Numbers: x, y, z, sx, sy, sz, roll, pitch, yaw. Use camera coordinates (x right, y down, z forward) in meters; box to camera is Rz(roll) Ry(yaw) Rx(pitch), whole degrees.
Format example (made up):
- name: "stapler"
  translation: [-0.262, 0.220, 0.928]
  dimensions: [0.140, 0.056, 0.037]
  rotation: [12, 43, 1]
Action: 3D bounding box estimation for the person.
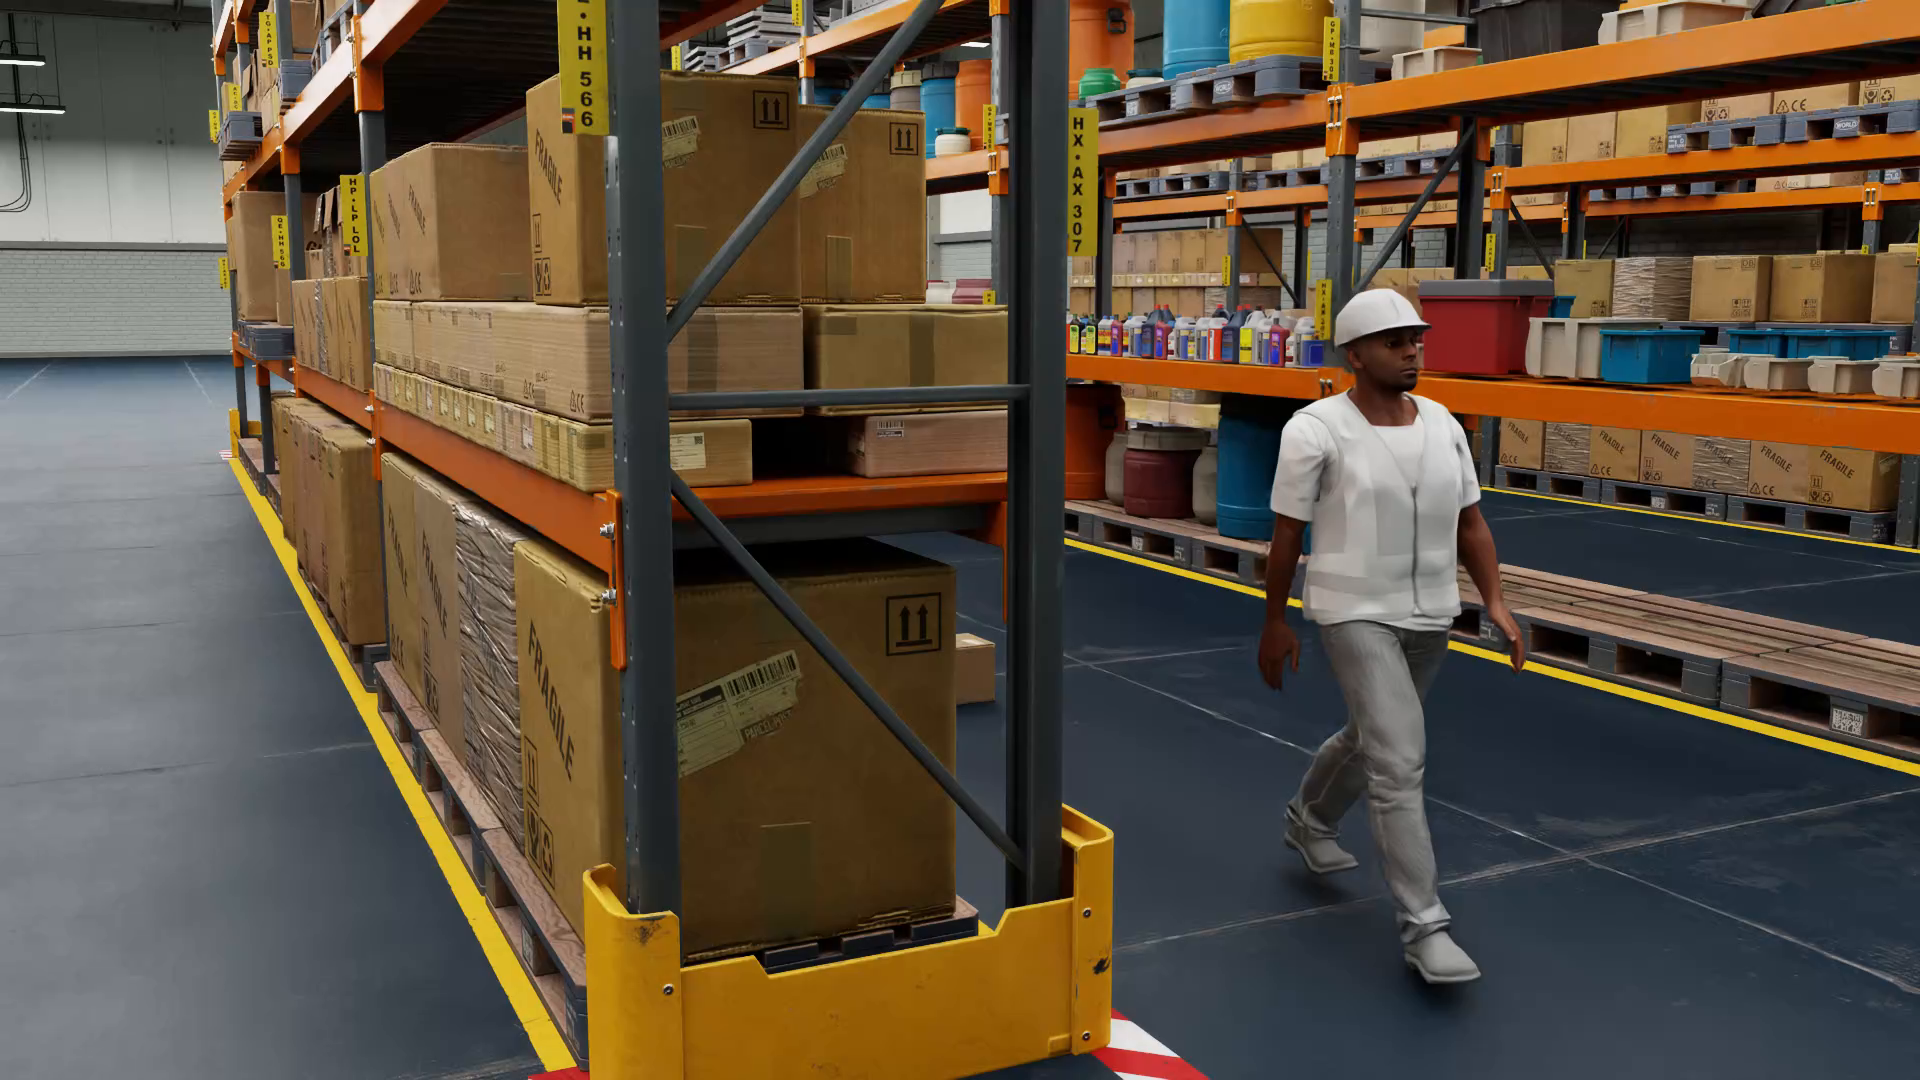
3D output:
- name: "person"
  translation: [1.158, 0.202, 4.420]
  dimensions: [0.598, 1.722, 1.039]
  rotation: [-3, 9, -22]
